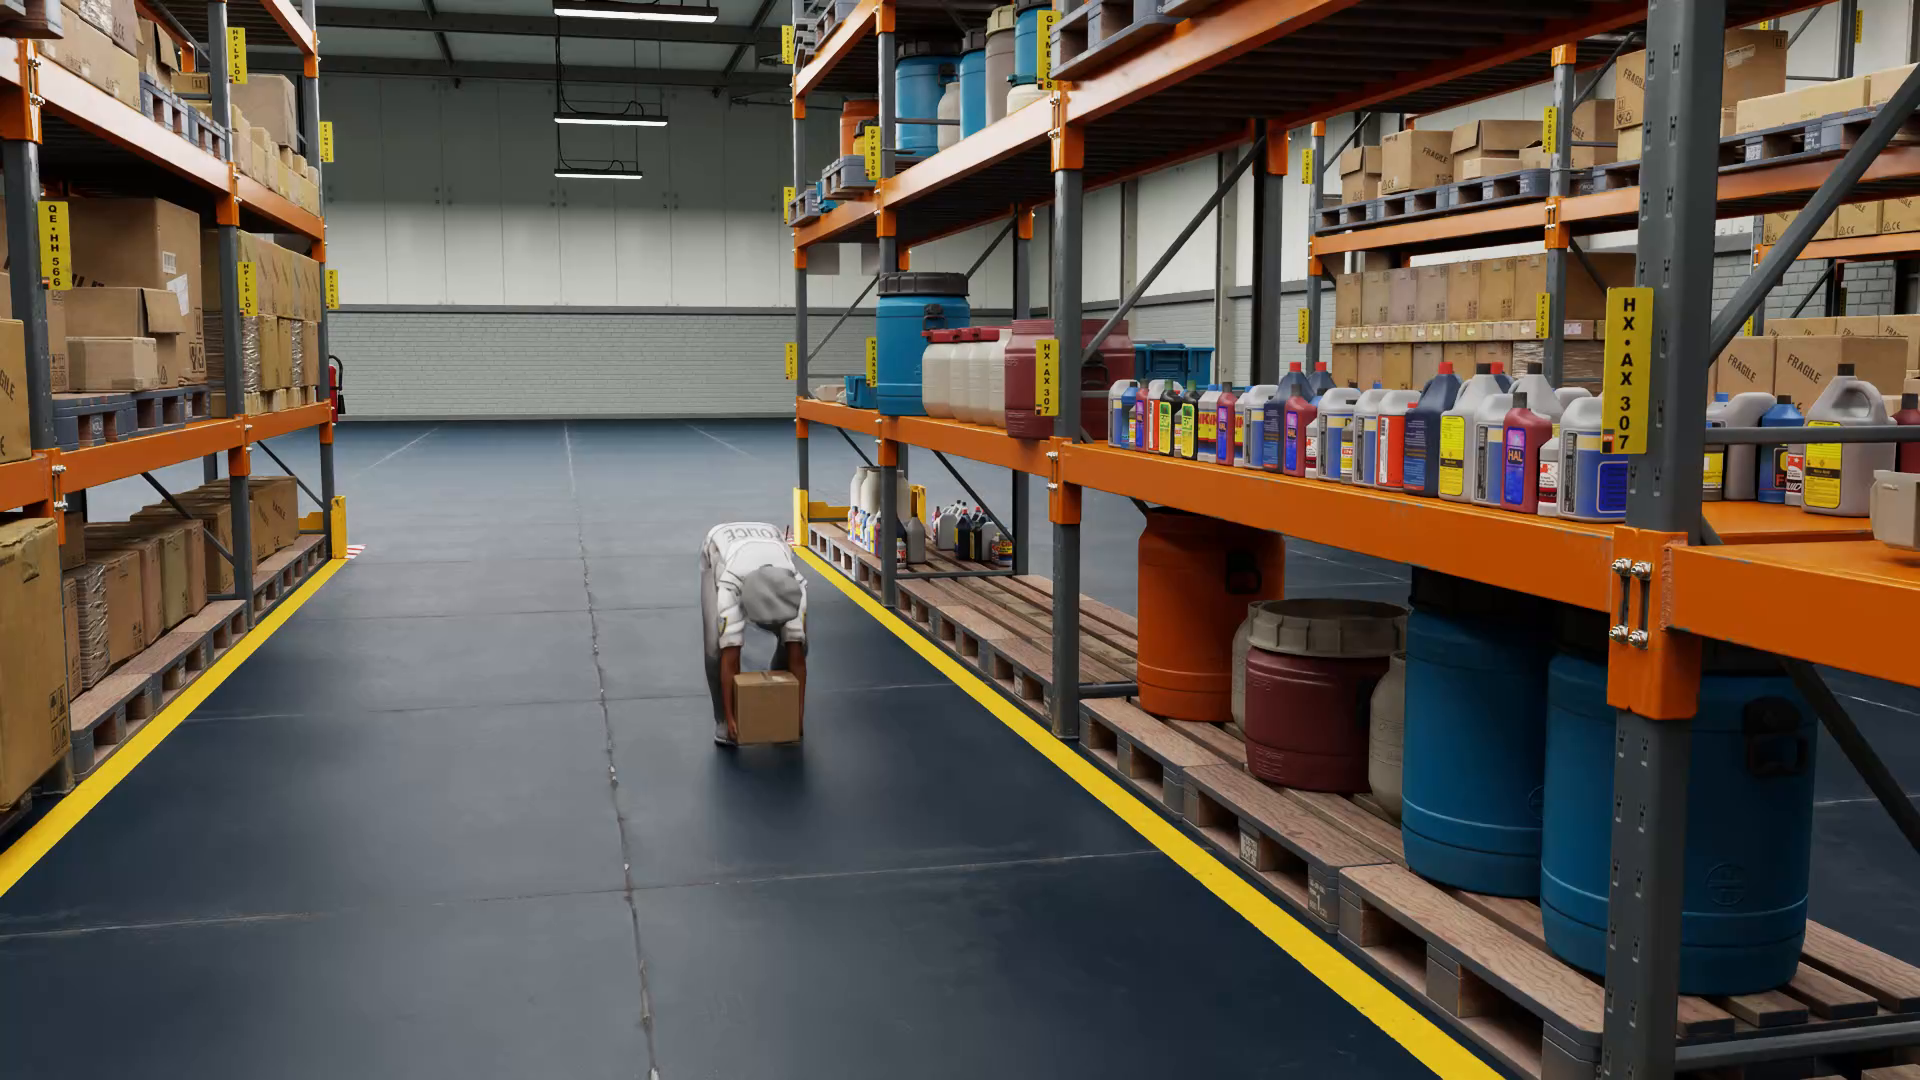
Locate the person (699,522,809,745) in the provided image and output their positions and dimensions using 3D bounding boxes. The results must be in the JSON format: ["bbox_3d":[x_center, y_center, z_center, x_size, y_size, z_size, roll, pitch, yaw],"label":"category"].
[{"bbox_3d":[-0.869,0.418,7.157,0.452,0.949,0.914,-2,7,-17],"label":"person"}]
